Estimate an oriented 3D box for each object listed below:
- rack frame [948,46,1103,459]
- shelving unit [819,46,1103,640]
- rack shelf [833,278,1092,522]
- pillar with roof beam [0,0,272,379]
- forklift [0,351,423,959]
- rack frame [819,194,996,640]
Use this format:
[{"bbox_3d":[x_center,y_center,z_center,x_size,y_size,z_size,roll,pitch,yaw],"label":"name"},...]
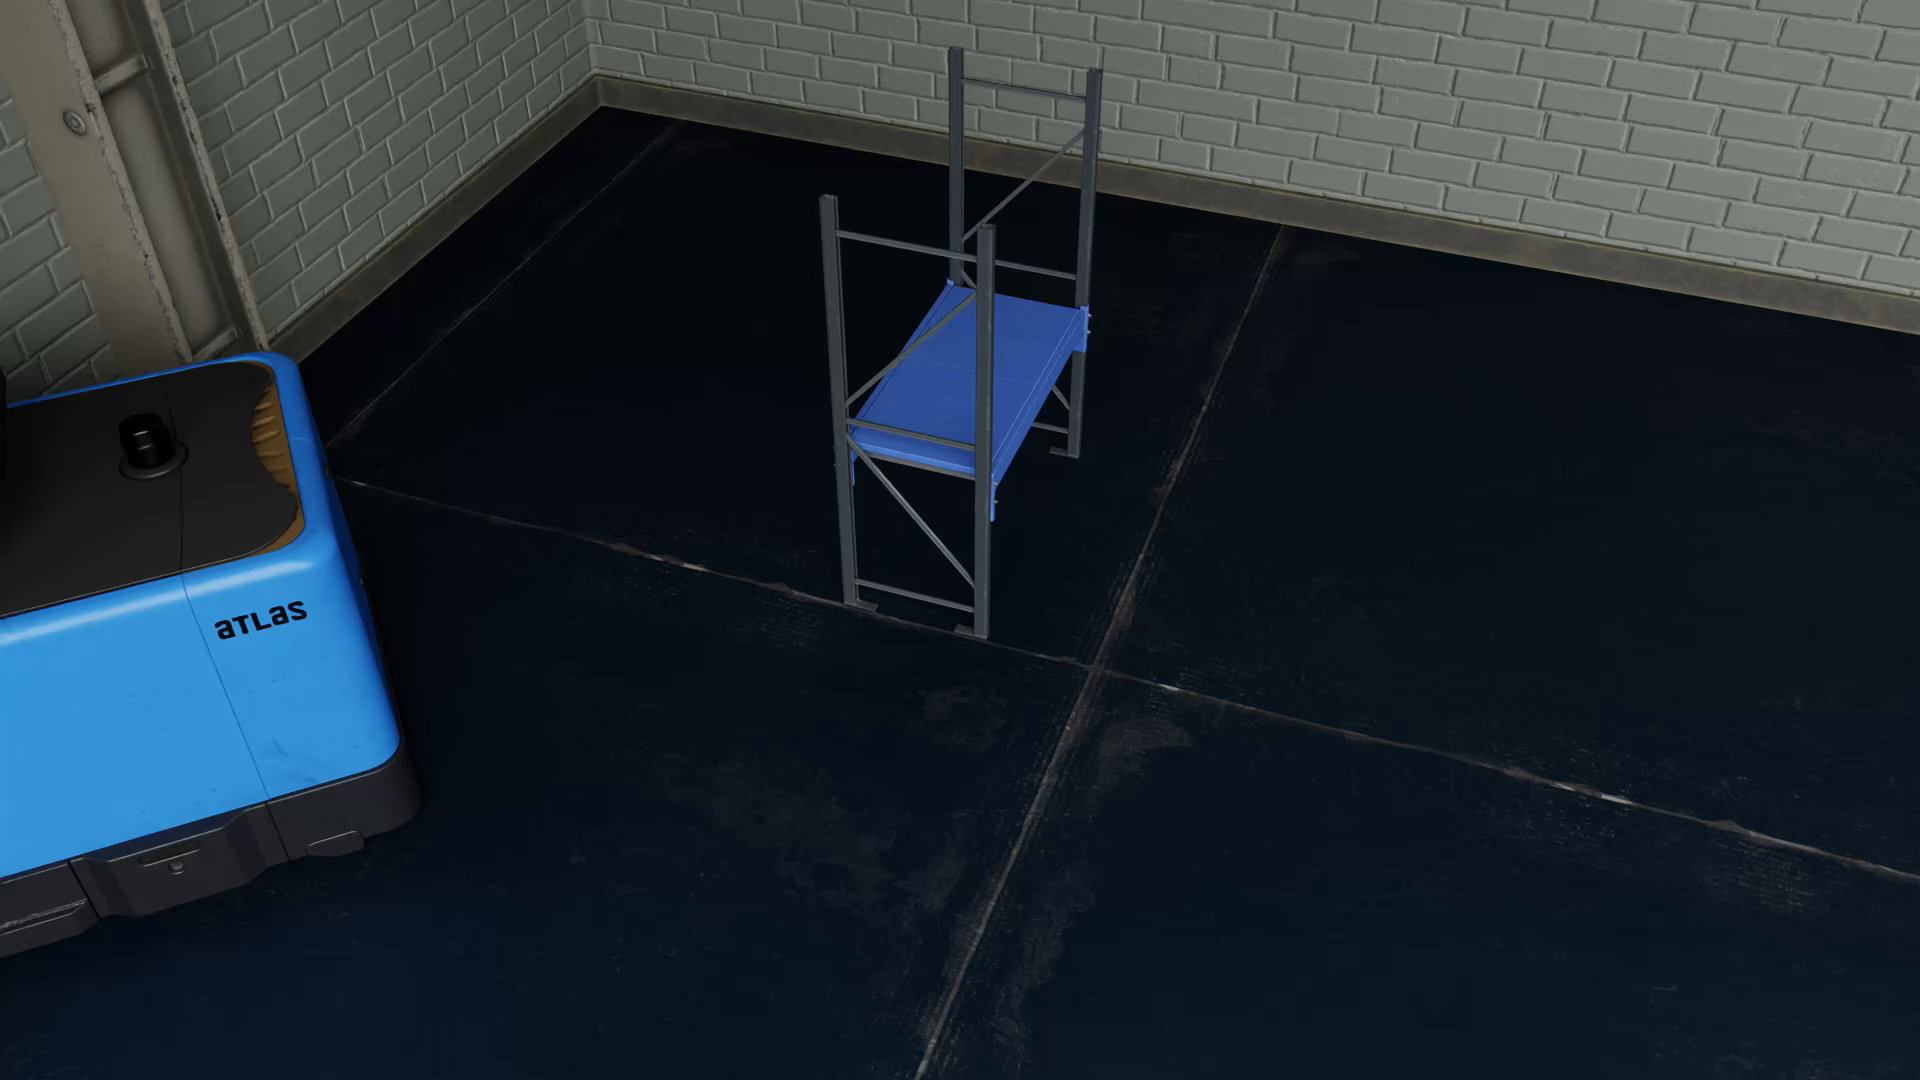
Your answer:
[{"bbox_3d":[0.203,-0.933,5.688,0.500,1.500,0.032,13,42,15],"label":"rack frame"},{"bbox_3d":[0.029,-0.623,5.324,0.538,1.500,1.048,13,42,15],"label":"shelving unit"},{"bbox_3d":[0.029,-0.486,5.441,0.538,0.185,1.000,13,42,15],"label":"rack shelf"},{"bbox_3d":[1.353,-2.796,2.094,9.100,9.000,0.400,13,42,15],"label":"pillar with roof beam"},{"bbox_3d":[-3.104,-0.193,3.718,3.031,2.935,1.130,-16,43,-18],"label":"forklift"},{"bbox_3d":[-0.145,-0.313,4.961,0.500,1.500,0.032,13,42,15],"label":"rack frame"}]
